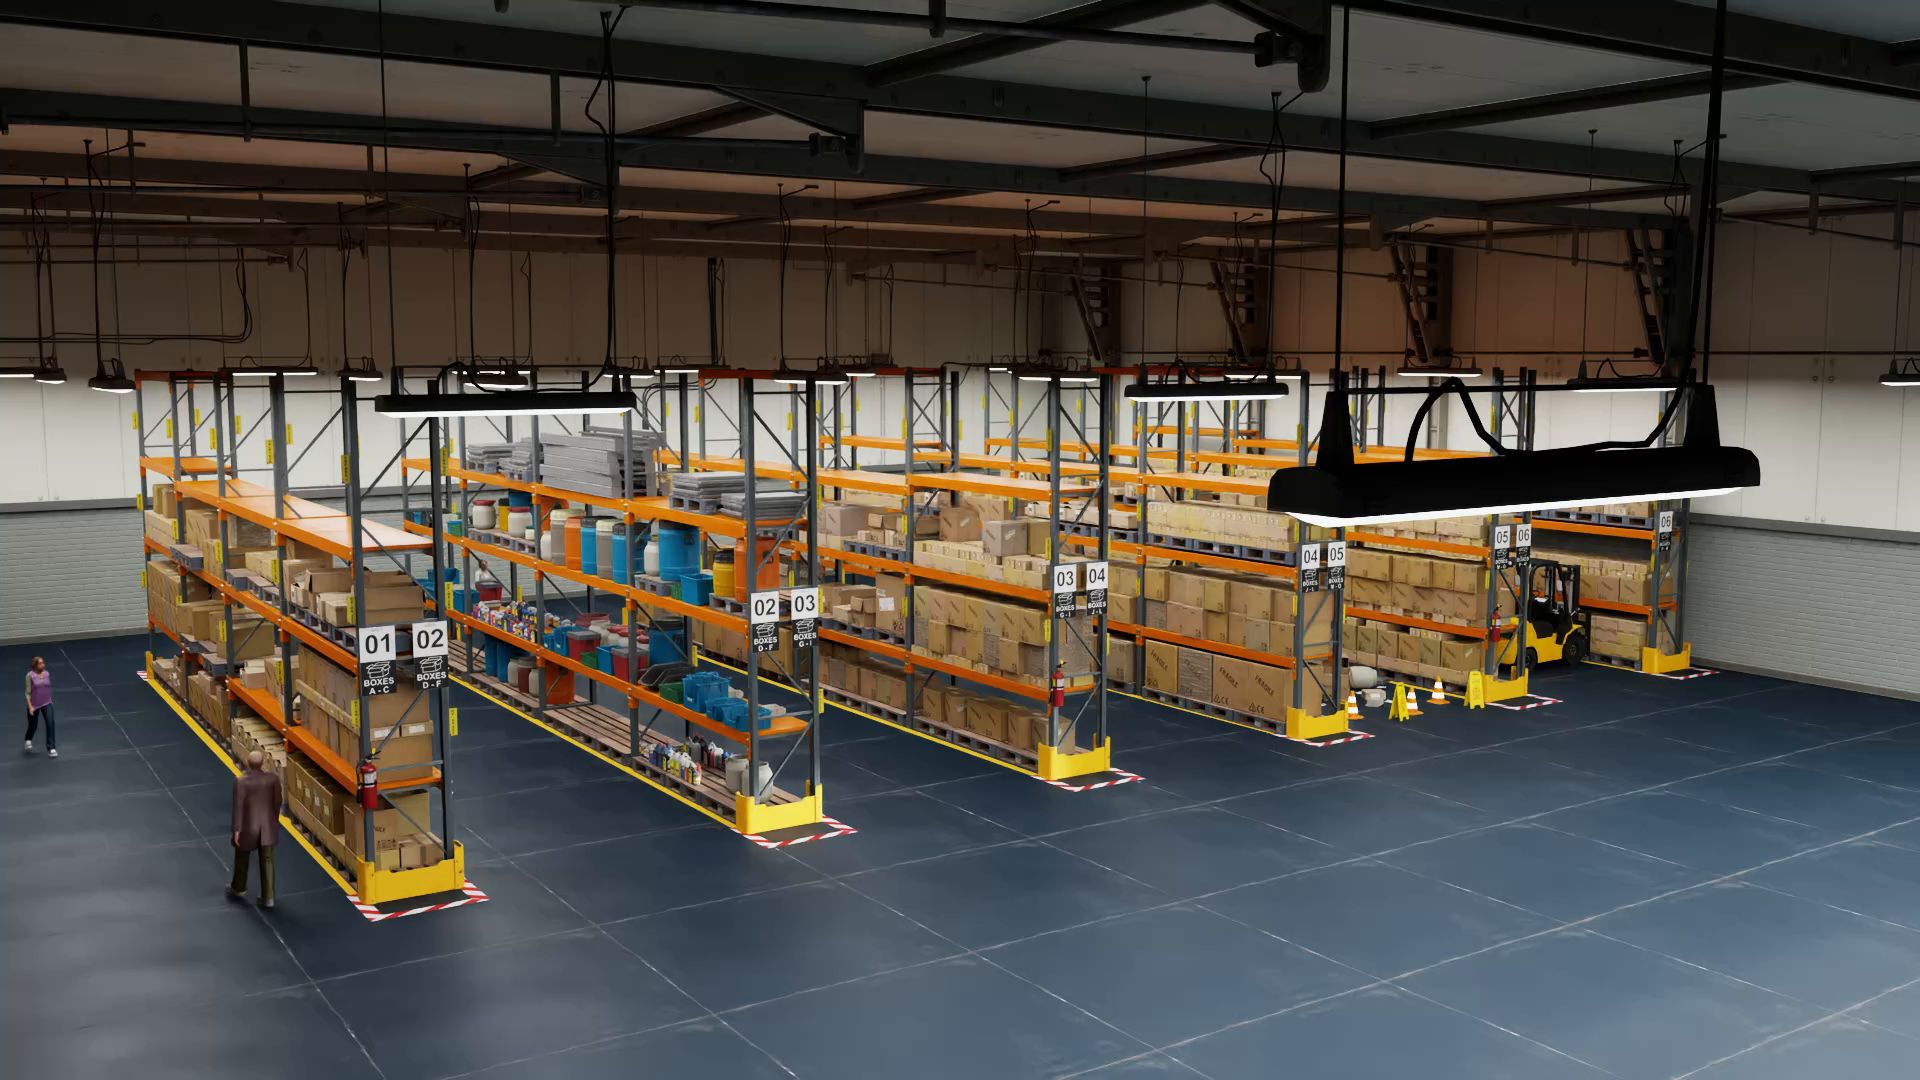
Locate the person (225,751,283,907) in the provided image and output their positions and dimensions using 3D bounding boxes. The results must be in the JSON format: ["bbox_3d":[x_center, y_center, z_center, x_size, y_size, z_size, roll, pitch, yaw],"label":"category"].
[{"bbox_3d":[-8.127,3.281,19.178,0.606,1.737,0.965,-5,8,-36],"label":"person"}]

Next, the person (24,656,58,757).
[{"bbox_3d":[-14.496,2.594,26.138,0.399,1.552,0.889,-6,9,-45],"label":"person"}]

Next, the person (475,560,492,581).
[{"bbox_3d":[-10.844,1.253,37.963,0.434,1.617,0.449,-4,8,-34],"label":"person"}]
